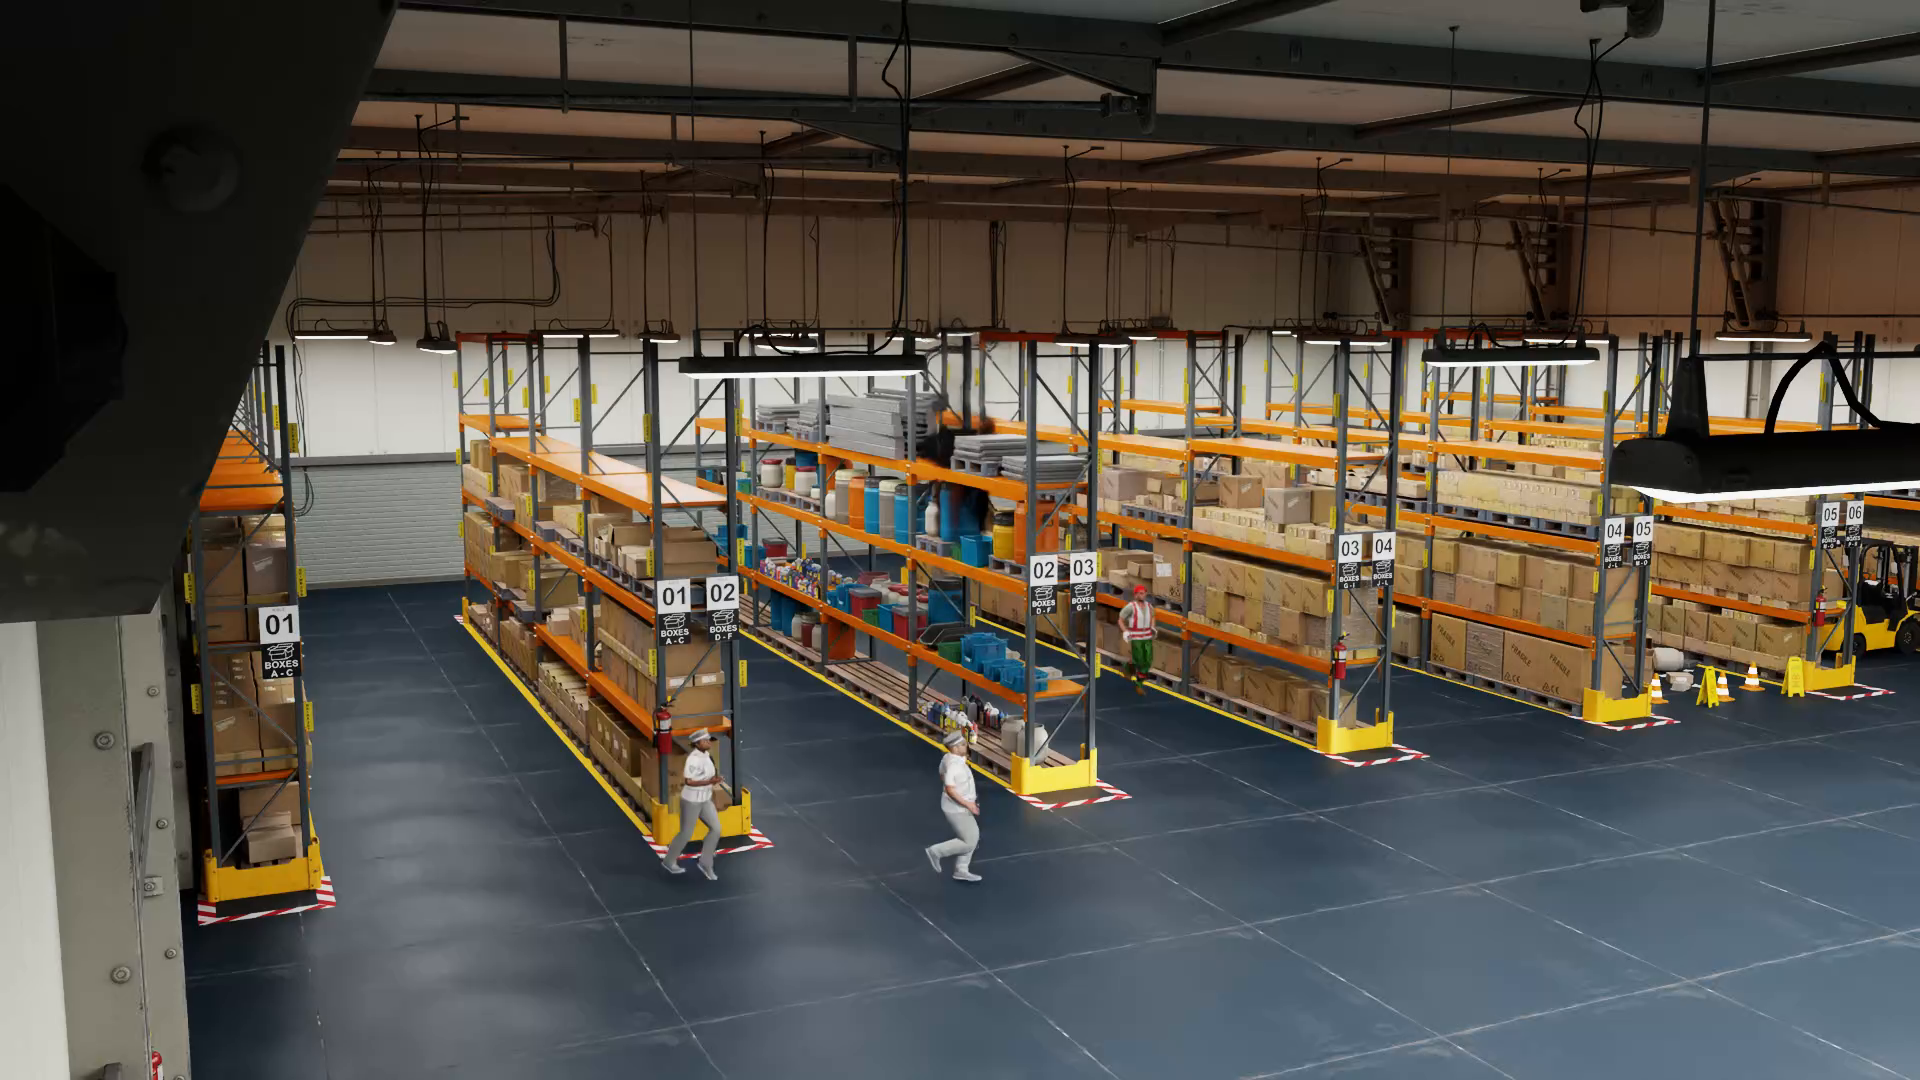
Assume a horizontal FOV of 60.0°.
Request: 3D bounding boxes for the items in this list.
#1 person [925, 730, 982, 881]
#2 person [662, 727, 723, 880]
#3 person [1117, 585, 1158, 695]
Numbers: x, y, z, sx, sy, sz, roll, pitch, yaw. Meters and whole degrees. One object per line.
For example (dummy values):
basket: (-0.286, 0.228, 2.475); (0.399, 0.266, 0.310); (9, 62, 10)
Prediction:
person: (-0.076, 2.981, 18.618); (0.644, 1.748, 0.669); (-1, 8, -6)
person: (-2.982, 2.983, 18.837); (0.732, 1.759, 0.579); (3, 8, 19)
person: (2.878, 1.592, 26.747); (0.671, 1.765, 0.596); (-4, 9, -26)
